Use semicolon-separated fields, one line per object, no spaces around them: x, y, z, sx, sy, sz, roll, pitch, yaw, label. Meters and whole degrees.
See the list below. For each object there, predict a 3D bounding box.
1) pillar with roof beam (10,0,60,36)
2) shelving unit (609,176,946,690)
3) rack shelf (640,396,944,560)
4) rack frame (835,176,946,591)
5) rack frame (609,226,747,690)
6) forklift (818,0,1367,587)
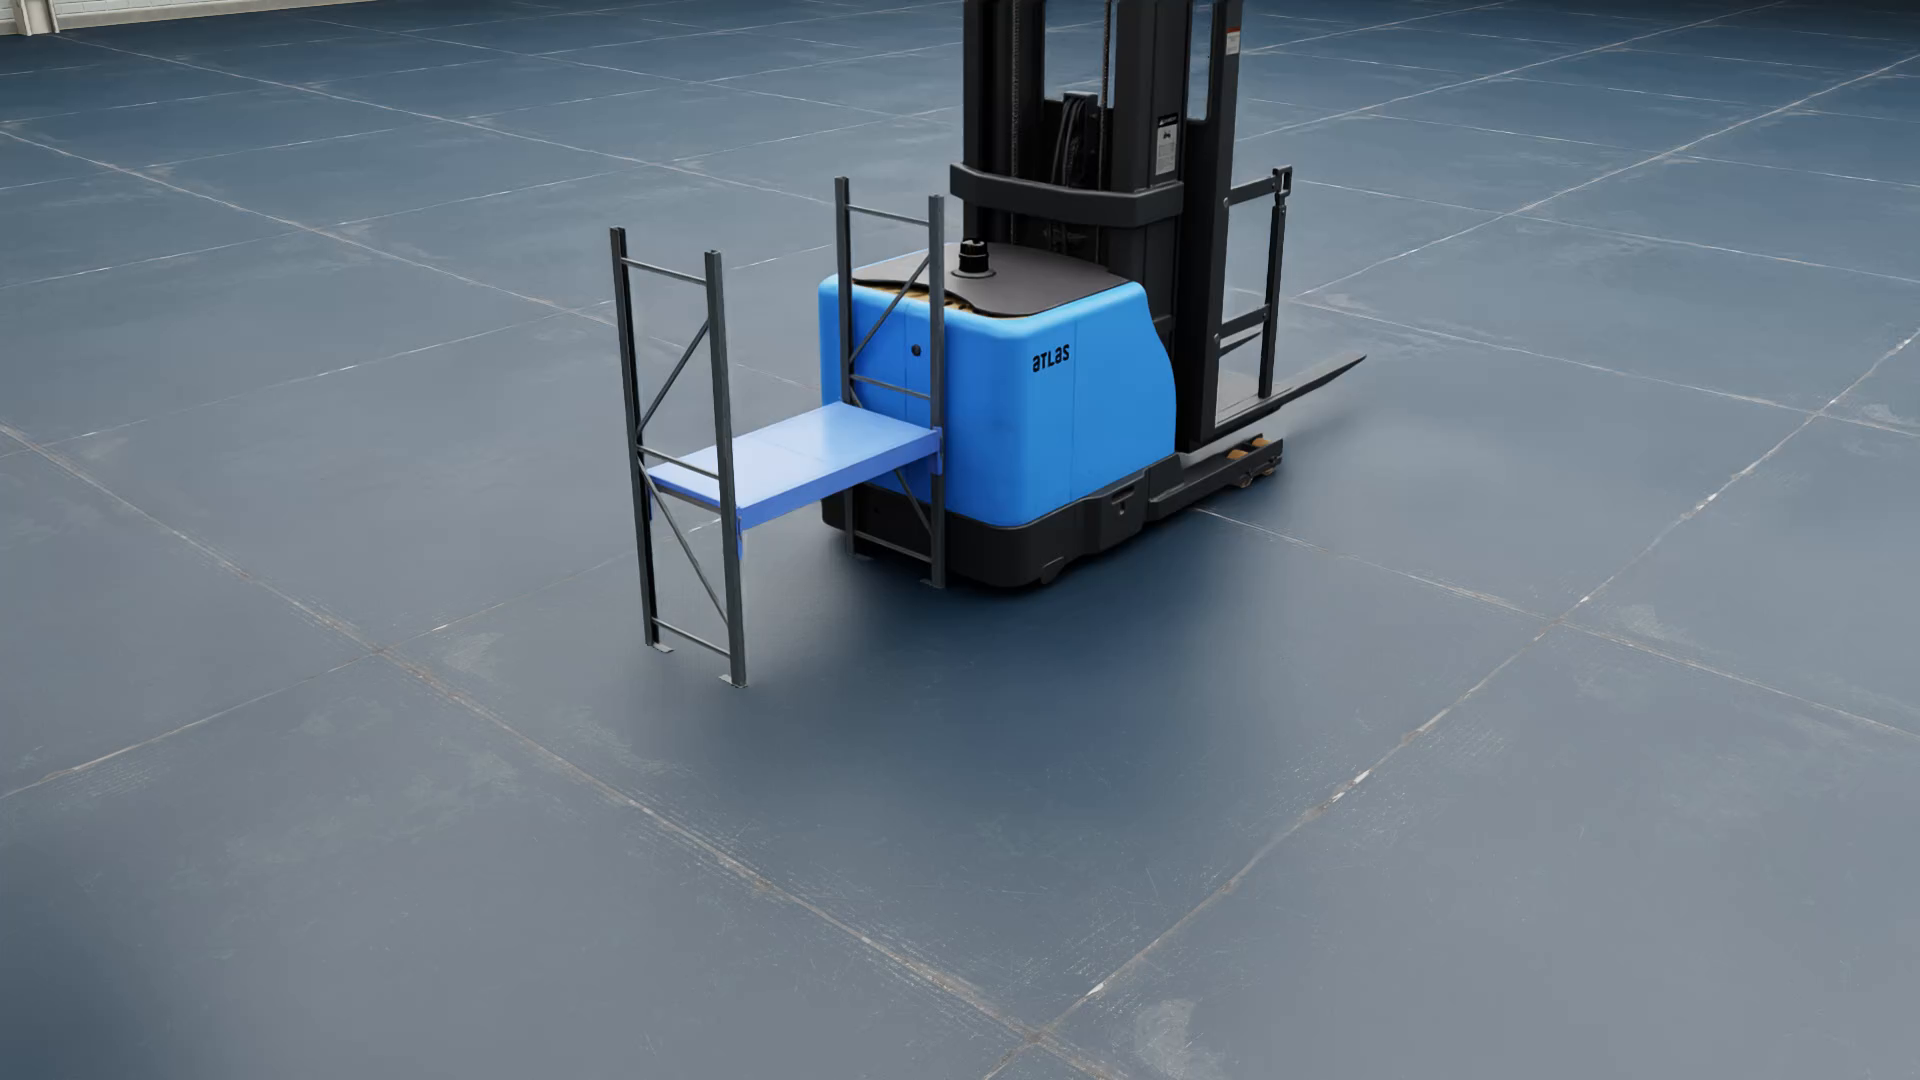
-8.484;-9.365;16.638;9.100;9.000;0.400;20;31;38;pillar with roof beam
-0.587;-0.406;5.823;0.538;1.500;1.048;20;31;37;shelving unit
-0.587;-0.242;5.897;0.538;0.185;1.000;20;31;37;rack shelf
-0.254;-0.563;6.173;0.500;1.500;0.032;20;31;37;rack frame
-0.921;-0.249;5.473;0.500;1.500;0.032;20;31;37;rack frame
0.784;-1.685;6.925;1.130;2.935;3.031;20;31;37;forklift
